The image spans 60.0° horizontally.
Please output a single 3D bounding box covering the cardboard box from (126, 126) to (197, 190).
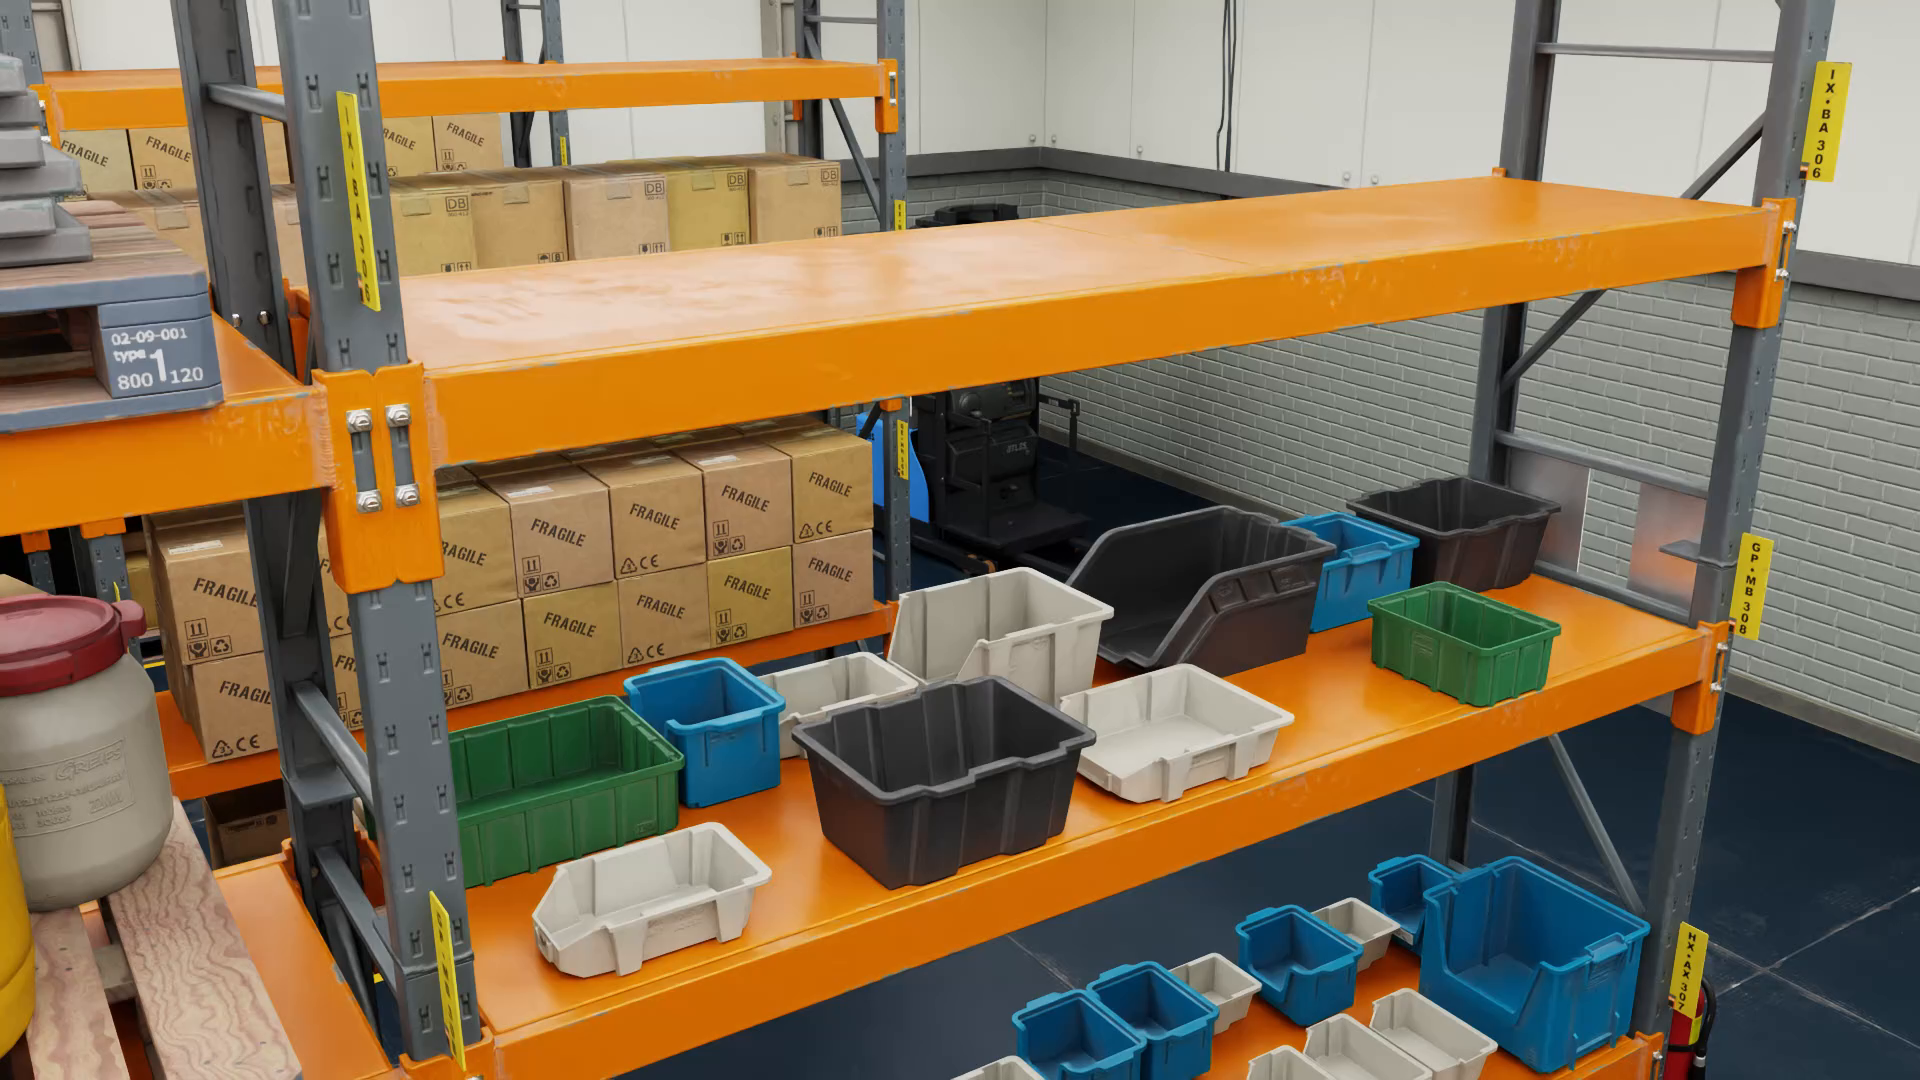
[{"bbox_3d":[-5.500,-2.669,11.523,0.500,0.500,0.500,-12,22,-33],"label":"cardboard box"}]

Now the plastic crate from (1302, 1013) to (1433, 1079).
[{"bbox_3d":[1.283,1.707,5.331,0.243,0.136,0.396,-12,22,-31],"label":"plastic crate"}]

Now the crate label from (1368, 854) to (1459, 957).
[{"bbox_3d":[1.727,1.377,6.155,0.303,0.233,0.416,-12,22,-31],"label":"crate label"}]

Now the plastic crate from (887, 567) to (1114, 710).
[{"bbox_3d":[0.094,0.314,4.634,0.530,0.282,0.437,-12,22,-31],"label":"plastic crate"}]

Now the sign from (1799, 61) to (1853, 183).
[{"bbox_3d":[2.430,-1.174,4.670,0.005,0.325,0.100,-12,22,-31],"label":"sign"}]

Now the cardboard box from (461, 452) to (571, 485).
[{"bbox_3d":[-2.399,-0.197,8.928,0.500,0.500,0.500,-12,22,-32],"label":"cardboard box"}]

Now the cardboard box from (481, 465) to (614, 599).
[{"bbox_3d":[-2.108,-0.051,8.496,0.500,0.500,0.500,-11,22,-30],"label":"cardboard box"}]

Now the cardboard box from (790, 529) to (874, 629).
[{"bbox_3d":[-0.831,0.150,9.462,0.500,0.500,0.500,-11,22,-30],"label":"cardboard box"}]

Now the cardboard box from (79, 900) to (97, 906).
[{"bbox_3d":[-4.202,1.889,7.689,0.500,0.500,0.500,-12,22,-32],"label":"cardboard box"}]

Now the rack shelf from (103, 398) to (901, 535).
[{"bbox_3d":[-2.277,-0.682,8.520,4.000,0.370,1.077,-12,22,-31],"label":"rack shelf"}]

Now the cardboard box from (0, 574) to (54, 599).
[{"bbox_3d":[-4.466,0.527,7.690,0.700,0.500,0.500,14,23,35],"label":"cardboard box"}]

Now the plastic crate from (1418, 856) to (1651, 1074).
[{"bbox_3d":[1.937,1.435,5.668,0.499,0.435,0.616,-12,22,-31],"label":"plastic crate"}]

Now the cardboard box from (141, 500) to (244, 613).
[{"bbox_3d":[-3.667,0.071,8.135,0.500,0.500,0.500,-12,22,-31],"label":"cardboard box"}]

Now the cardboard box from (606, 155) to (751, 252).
[{"bbox_3d":[-1.491,-1.736,8.796,0.500,0.500,0.700,-12,22,-31],"label":"cardboard box"}]

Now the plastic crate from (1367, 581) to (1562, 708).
[{"bbox_3d":[1.448,0.301,4.820,0.336,0.188,0.450,-12,22,-31],"label":"plastic crate"}]

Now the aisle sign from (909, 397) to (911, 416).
[{"bbox_3d":[-0.381,-1.116,9.304,0.004,0.787,0.394,-12,22,-31],"label":"aisle sign"}]

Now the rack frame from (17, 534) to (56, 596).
[{"bbox_3d":[-6.675,-0.574,11.760,0.127,3.000,1.000,-12,22,-31],"label":"rack frame"}]

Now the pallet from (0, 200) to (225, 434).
[{"bbox_3d":[-1.901,-0.334,2.600,1.213,0.211,1.003,-12,22,-31],"label":"pallet"}]

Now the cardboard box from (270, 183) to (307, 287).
[{"bbox_3d":[-3.067,-1.338,7.618,0.500,0.500,0.700,-12,22,-31],"label":"cardboard box"}]

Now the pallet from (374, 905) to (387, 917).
[{"bbox_3d":[-3.373,1.950,8.646,1.213,0.211,1.003,-12,22,-31],"label":"pallet"}]

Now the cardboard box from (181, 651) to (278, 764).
[{"bbox_3d":[-3.372,0.686,7.877,0.500,0.500,0.500,-11,22,-30],"label":"cardboard box"}]

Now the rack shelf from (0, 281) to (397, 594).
[{"bbox_3d":[-2.897,0.116,2.098,4.000,0.370,1.077,-12,22,-31],"label":"rack shelf"}]

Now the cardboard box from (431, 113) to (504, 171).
[{"bbox_3d":[-3.795,-3.029,12.587,0.500,0.500,0.500,-12,22,-32],"label":"cardboard box"}]

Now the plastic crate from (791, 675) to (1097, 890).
[{"bbox_3d":[-0.038,0.571,3.893,0.590,0.269,0.497,-12,22,-31],"label":"plastic crate"}]

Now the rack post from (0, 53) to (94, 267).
[{"bbox_3d":[-1.947,-0.591,2.559,0.954,0.300,0.937,-12,22,-32],"label":"rack post"}]

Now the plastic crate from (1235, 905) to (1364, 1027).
[{"bbox_3d":[1.177,1.493,5.812,0.300,0.233,0.416,-12,22,-31],"label":"plastic crate"}]

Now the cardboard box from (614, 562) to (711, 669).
[{"bbox_3d":[-1.682,0.328,8.933,0.500,0.500,0.500,-12,22,-31],"label":"cardboard box"}]

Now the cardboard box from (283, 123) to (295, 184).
[{"bbox_3d":[-4.651,-2.849,12.057,0.500,0.500,0.500,-13,23,-34],"label":"cardboard box"}]

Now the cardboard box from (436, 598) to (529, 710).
[{"bbox_3d":[-2.527,0.507,8.405,0.500,0.500,0.500,-12,22,-32],"label":"cardboard box"}]

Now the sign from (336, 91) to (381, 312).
[{"bbox_3d":[-0.925,-0.520,2.558,0.005,0.325,0.100,-12,22,-31],"label":"sign"}]

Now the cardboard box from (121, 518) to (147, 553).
[{"bbox_3d":[-6.224,-0.028,12.379,0.250,0.149,0.380,-12,22,-32],"label":"cardboard box"}]

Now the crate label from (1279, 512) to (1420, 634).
[{"bbox_3d":[1.166,0.097,5.324,0.502,0.251,0.408,-12,22,-31],"label":"crate label"}]

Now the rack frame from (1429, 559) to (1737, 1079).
[{"bbox_3d":[2.114,1.371,6.006,0.127,3.000,1.000,-12,22,-31],"label":"rack frame"}]

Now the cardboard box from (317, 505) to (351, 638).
[{"bbox_3d":[-2.969,0.130,7.959,0.500,0.500,0.500,-13,22,-33],"label":"cardboard box"}]

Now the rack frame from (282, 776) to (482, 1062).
[{"bbox_3d":[-1.226,2.076,3.922,0.127,3.000,1.000,-12,22,-31],"label":"rack frame"}]

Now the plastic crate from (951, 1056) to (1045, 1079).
[{"bbox_3d":[0.063,1.785,5.100,0.466,0.136,0.293,-12,22,-31],"label":"plastic crate"}]

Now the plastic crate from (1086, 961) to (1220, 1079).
[{"bbox_3d":[0.627,1.609,5.469,0.300,0.233,0.416,-12,22,-31],"label":"plastic crate"}]

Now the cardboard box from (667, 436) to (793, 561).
[{"bbox_3d":[-1.249,-0.234,9.037,0.500,0.500,0.500,-11,22,-30],"label":"cardboard box"}]

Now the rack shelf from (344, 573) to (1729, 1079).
[{"bbox_3d":[0.444,0.643,4.599,4.000,0.370,1.077,-12,22,-31],"label":"rack shelf"}]

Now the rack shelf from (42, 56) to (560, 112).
[{"bbox_3d":[-5.005,-3.238,12.021,4.000,0.370,1.077,-12,22,-31],"label":"rack shelf"}]

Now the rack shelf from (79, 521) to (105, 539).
[{"bbox_3d":[-5.618,0.022,6.436,4.000,0.370,1.077,-12,22,-31],"label":"rack shelf"}]

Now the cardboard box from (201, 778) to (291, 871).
[{"bbox_3d":[-3.628,1.550,8.694,0.500,0.500,0.500,-12,22,-31],"label":"cardboard box"}]

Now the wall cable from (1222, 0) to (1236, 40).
[{"bbox_3d":[3.074,-5.219,13.096,0.112,2.526,3.097,-12,22,-31],"label":"wall cable"}]

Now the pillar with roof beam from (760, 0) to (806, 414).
[{"bbox_3d":[0.813,-3.676,11.568,0.400,9.000,9.100,-12,22,-31],"label":"pillar with roof beam"}]

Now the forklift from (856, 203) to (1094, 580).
[{"bbox_3d":[0.410,-1.237,13.827,1.130,2.935,3.031,-16,24,-38],"label":"forklift"}]

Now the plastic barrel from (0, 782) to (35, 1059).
[{"bbox_3d":[-1.877,0.582,2.708,0.600,0.588,0.600,0,19,0],"label":"plastic barrel"}]

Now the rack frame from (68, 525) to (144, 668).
[{"bbox_3d":[-3.947,0.750,7.843,0.127,3.000,1.000,-12,22,-31],"label":"rack frame"}]

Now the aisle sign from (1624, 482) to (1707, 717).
[{"bbox_3d":[2.336,0.205,5.395,0.004,0.787,0.394,-12,22,-31],"label":"aisle sign"}]

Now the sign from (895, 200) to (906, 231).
[{"bbox_3d":[-0.318,-1.643,8.855,0.005,0.325,0.100,-12,22,-31],"label":"sign"}]

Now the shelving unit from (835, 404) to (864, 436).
[{"bbox_3d":[-0.573,-1.065,15.552,1.083,1.500,0.587,-11,22,-30],"label":"shelving unit"}]

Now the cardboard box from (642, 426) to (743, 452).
[{"bbox_3d":[-1.555,-0.374,9.450,0.500,0.500,0.500,-12,22,-31],"label":"cardboard box"}]

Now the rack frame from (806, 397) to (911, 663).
[{"bbox_3d":[-0.607,0.045,9.927,0.127,3.000,1.000,-12,22,-31],"label":"rack frame"}]

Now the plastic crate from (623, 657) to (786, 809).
[{"bbox_3d":[-0.642,0.488,4.195,0.300,0.233,0.416,-12,22,-31],"label":"plastic crate"}]

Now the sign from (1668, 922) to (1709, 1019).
[{"bbox_3d":[2.430,1.438,5.553,0.005,0.325,0.100,-12,22,-31],"label":"sign"}]

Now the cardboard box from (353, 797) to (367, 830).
[{"bbox_3d":[-3.001,1.507,9.115,0.500,0.311,0.500,-12,22,-31],"label":"cardboard box"}]

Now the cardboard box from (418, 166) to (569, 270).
[{"bbox_3d":[-2.319,-1.557,8.264,0.500,0.500,0.700,-12,22,-31],"label":"cardboard box"}]

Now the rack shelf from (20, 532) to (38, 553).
[{"bbox_3d":[-8.345,0.119,10.833,4.000,0.370,1.077,-12,22,-31],"label":"rack shelf"}]
